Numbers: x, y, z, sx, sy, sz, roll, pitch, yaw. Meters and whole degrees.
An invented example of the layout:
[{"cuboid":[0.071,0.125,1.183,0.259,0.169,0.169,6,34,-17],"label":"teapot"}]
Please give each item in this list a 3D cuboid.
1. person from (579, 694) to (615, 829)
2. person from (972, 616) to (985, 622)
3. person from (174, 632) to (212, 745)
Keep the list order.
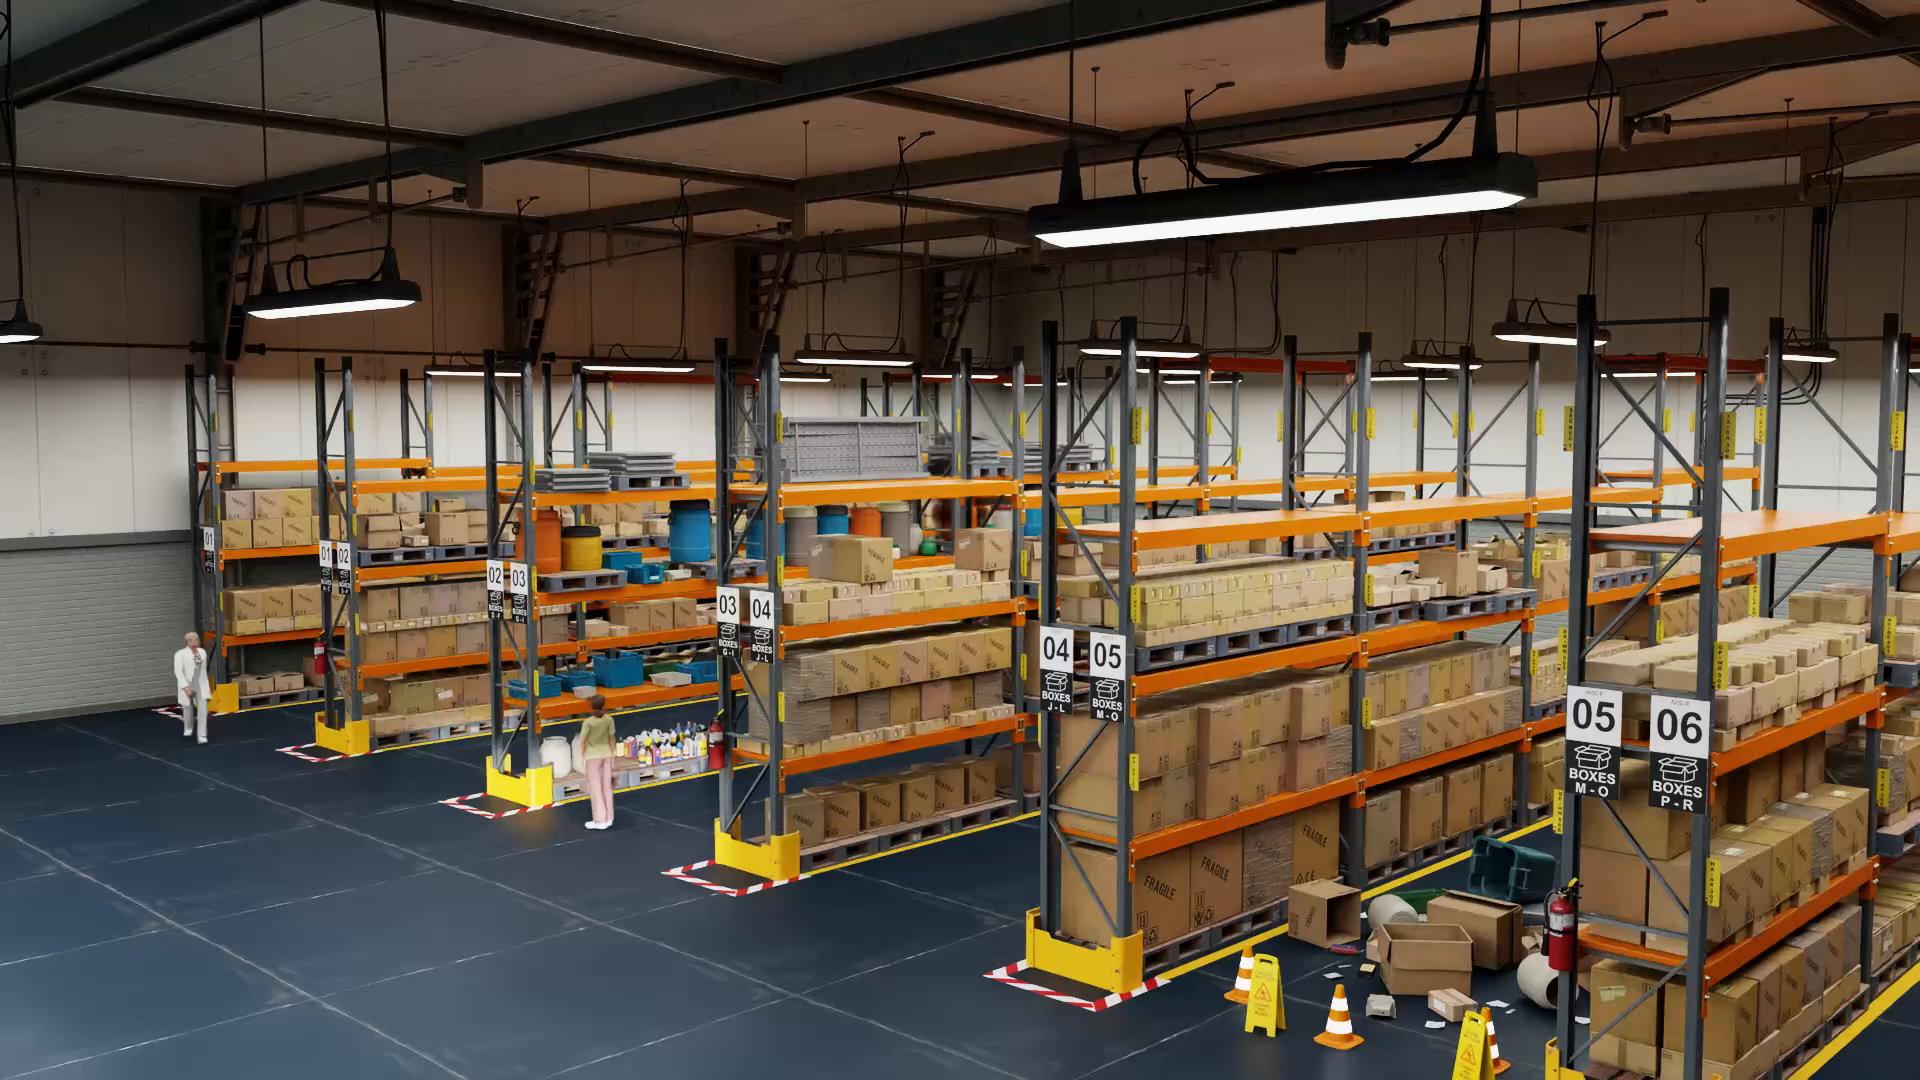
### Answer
[{"cuboid":[-4.505,2.753,20.650,0.367,1.687,0.479,3,6,39],"label":"person"},{"cuboid":[0.297,1.871,31.699,0.576,1.742,0.520,-3,6,-38],"label":"person"},{"cuboid":[-11.998,2.310,26.025,0.523,1.736,1.116,-2,5,-27],"label":"person"}]
